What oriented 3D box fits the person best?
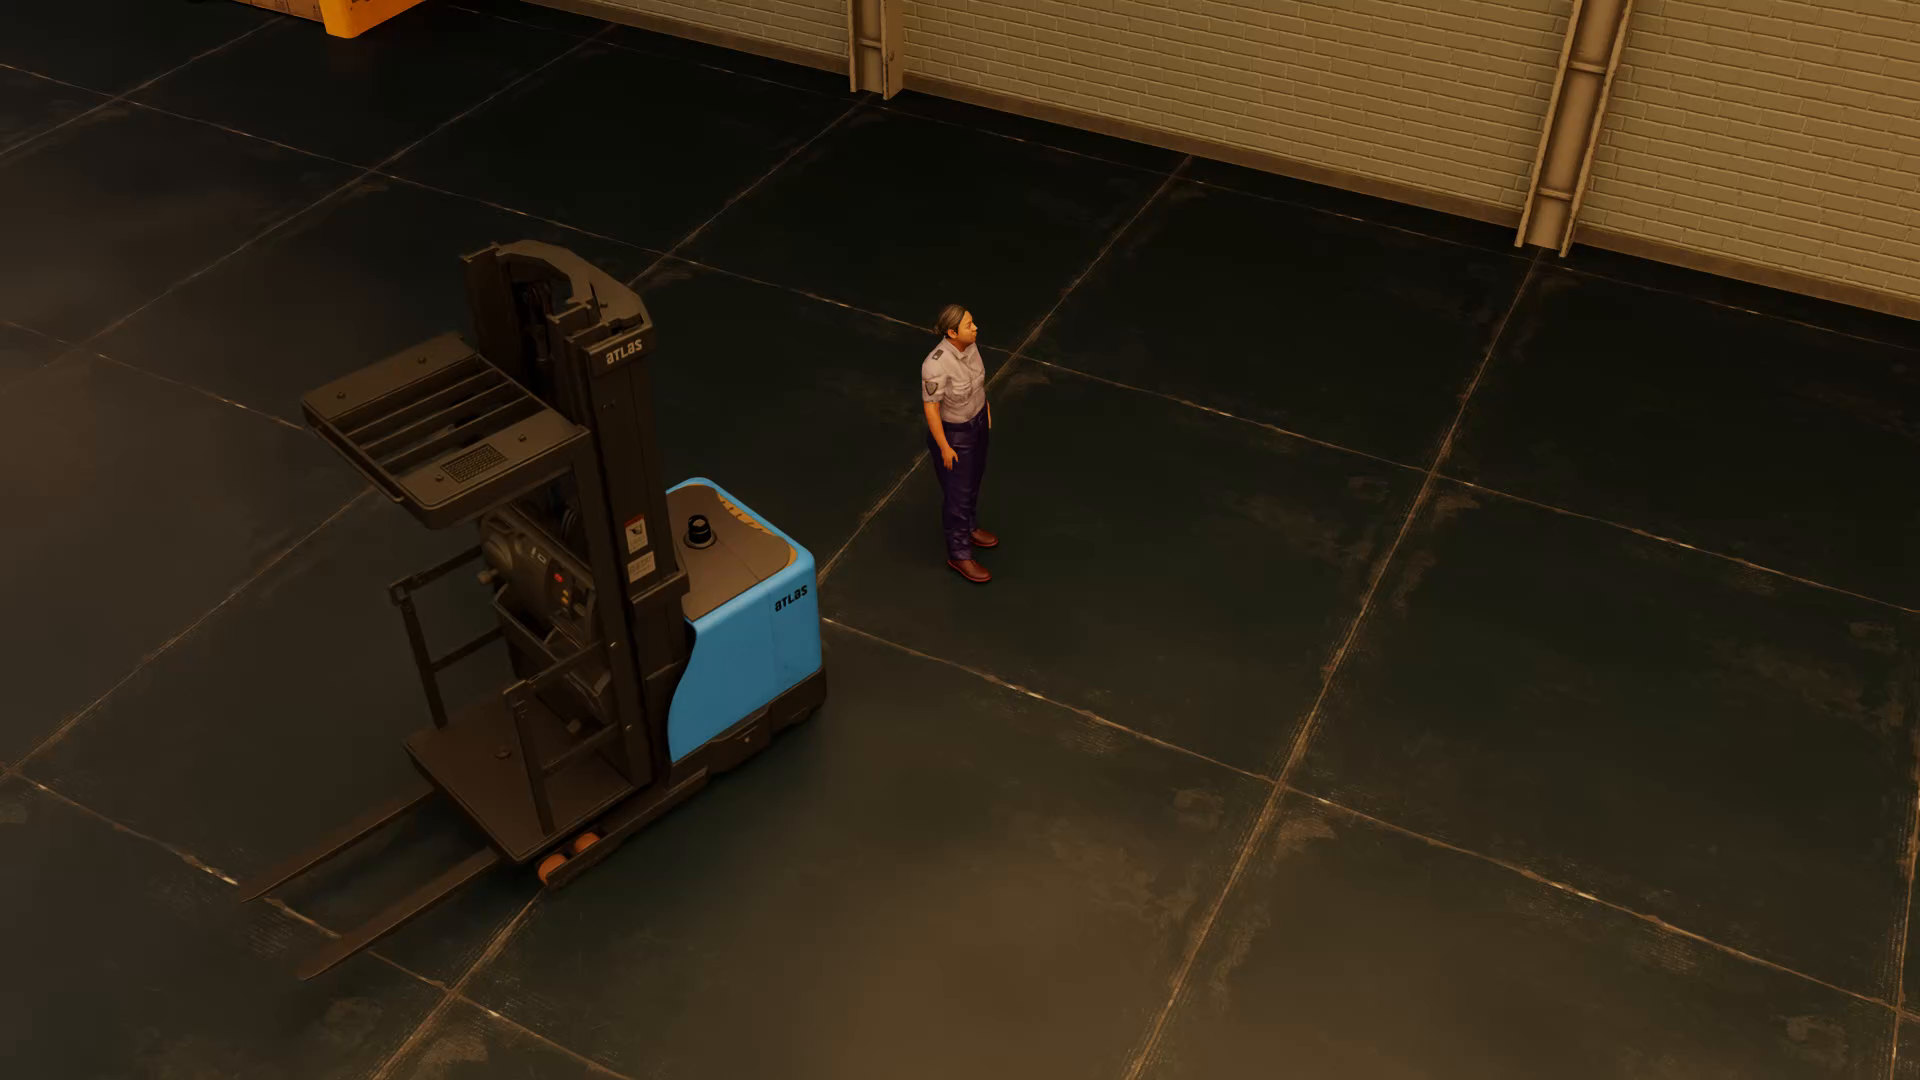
[{"bbox_3d":[0.069,-0.597,9.680,0.503,1.650,0.599,18,43,21],"label":"person"}]

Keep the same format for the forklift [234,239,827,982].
[{"bbox_3d":[-2.138,0.218,7.728,3.031,2.935,1.130,-32,50,-32],"label":"forklift"}]
